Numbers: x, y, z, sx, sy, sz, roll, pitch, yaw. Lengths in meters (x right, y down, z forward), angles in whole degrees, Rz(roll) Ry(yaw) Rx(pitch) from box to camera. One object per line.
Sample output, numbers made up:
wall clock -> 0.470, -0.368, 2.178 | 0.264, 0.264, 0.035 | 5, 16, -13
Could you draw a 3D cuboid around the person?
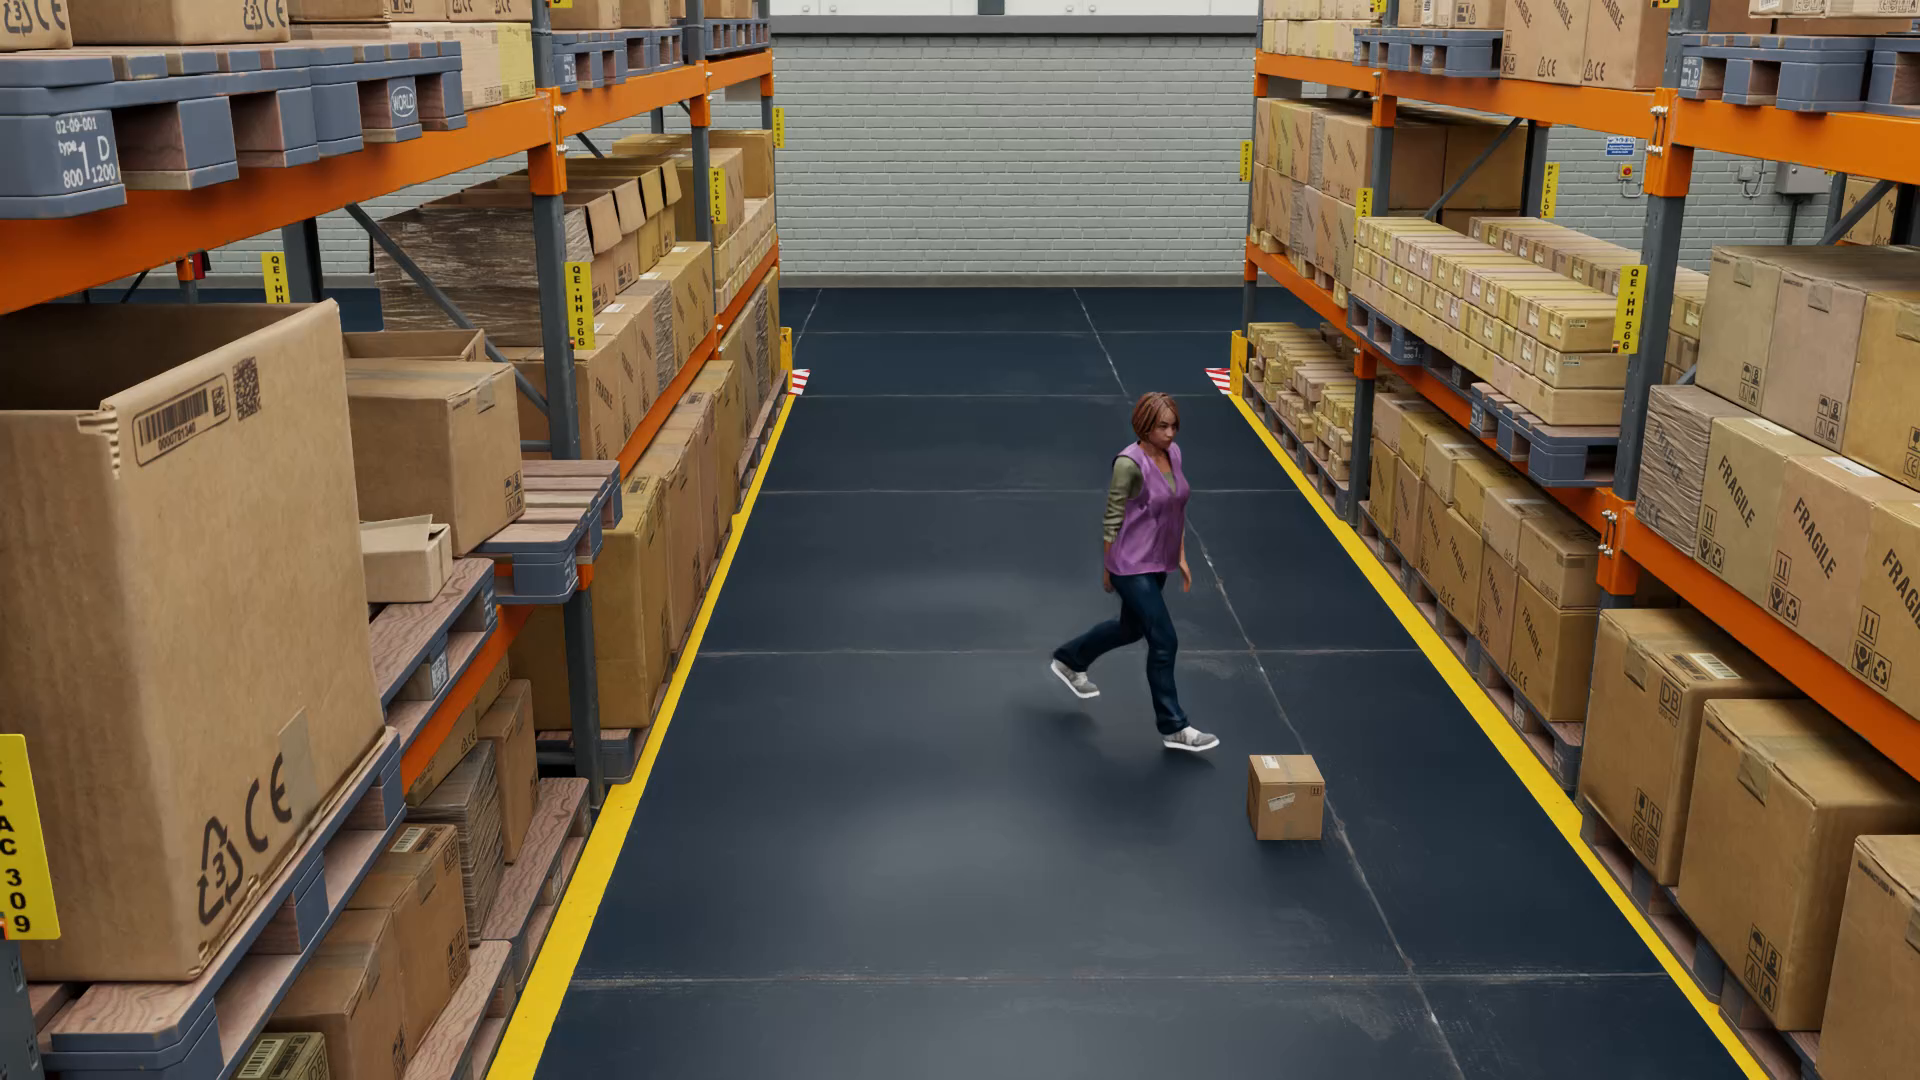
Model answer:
person -> 0.765, 0.102, 7.230 | 0.928, 1.557, 0.383 | 13, 22, 35
